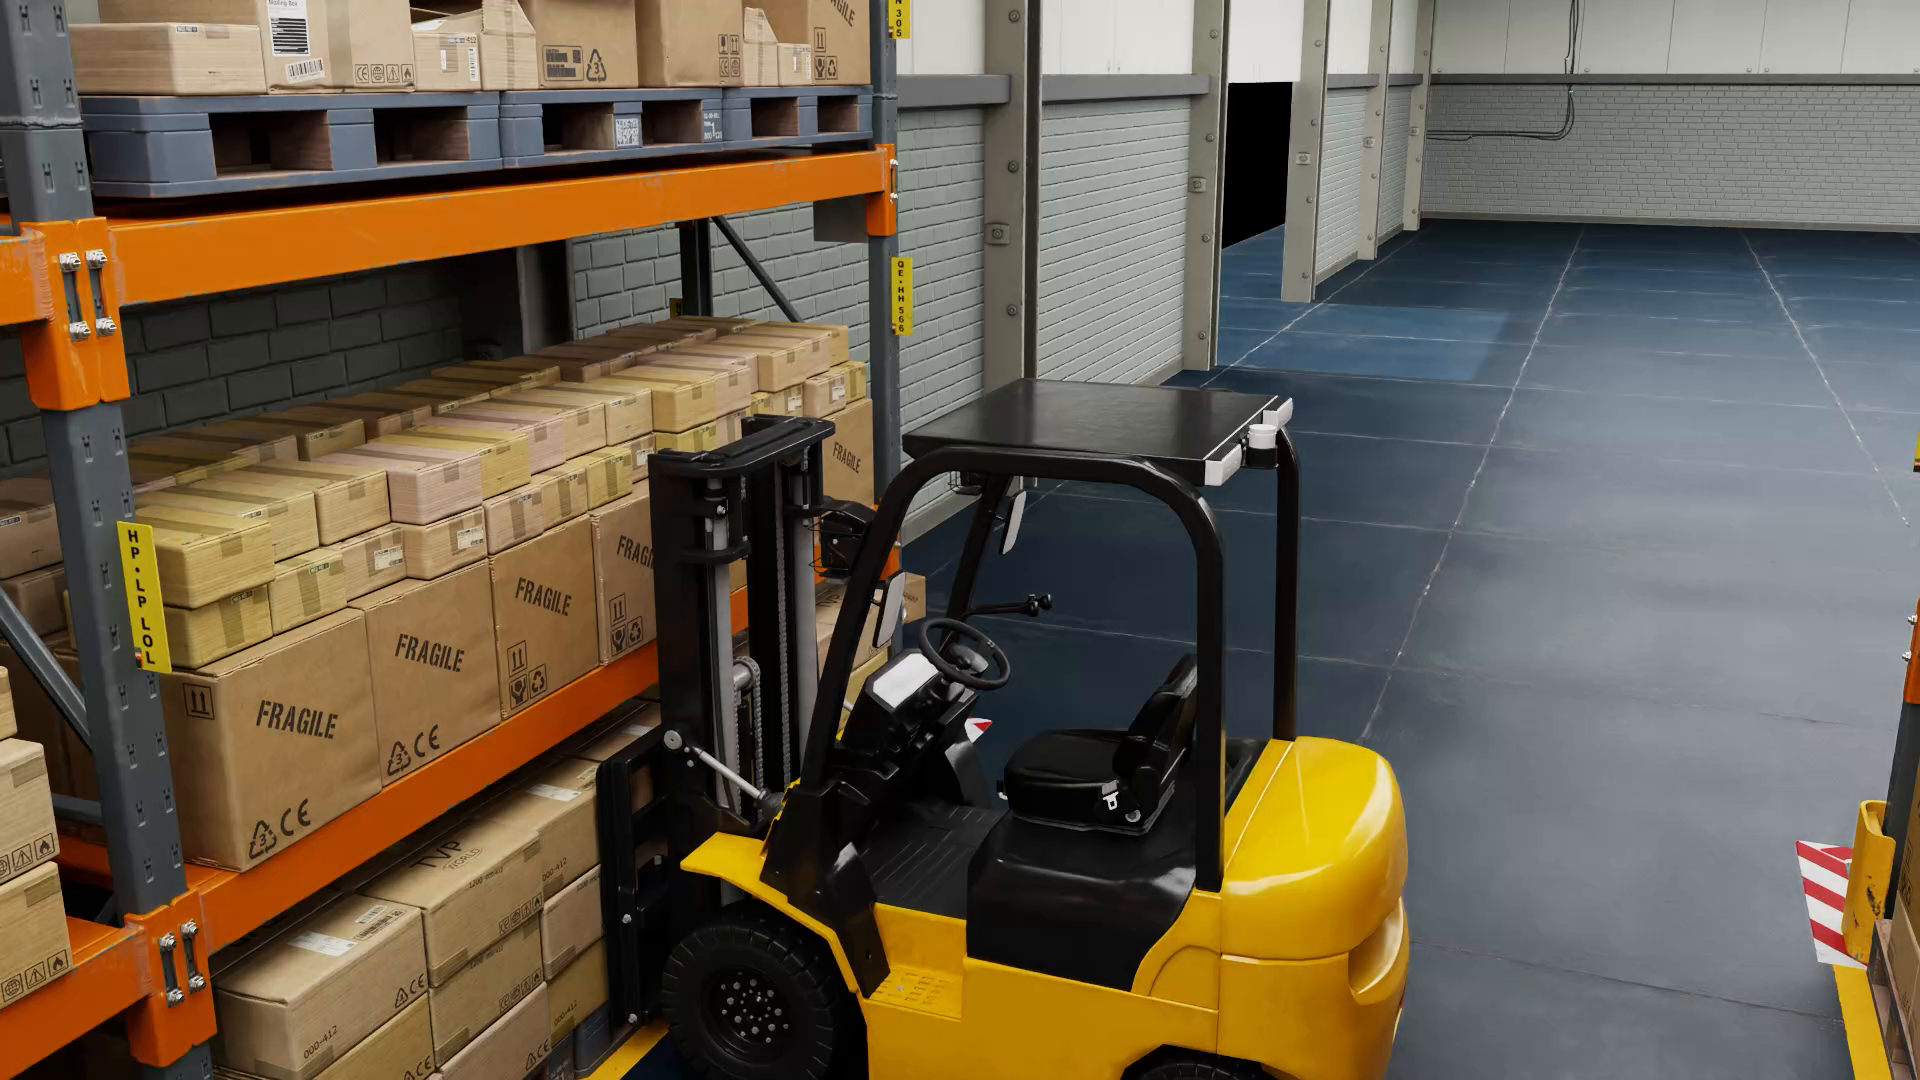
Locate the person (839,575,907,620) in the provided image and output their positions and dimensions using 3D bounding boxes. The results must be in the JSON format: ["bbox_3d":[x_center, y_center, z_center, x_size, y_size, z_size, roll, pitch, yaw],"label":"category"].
[{"bbox_3d":[-0.738,-0.152,9.086,0.951,1.548,0.436,-8,18,-26],"label":"person"}]
